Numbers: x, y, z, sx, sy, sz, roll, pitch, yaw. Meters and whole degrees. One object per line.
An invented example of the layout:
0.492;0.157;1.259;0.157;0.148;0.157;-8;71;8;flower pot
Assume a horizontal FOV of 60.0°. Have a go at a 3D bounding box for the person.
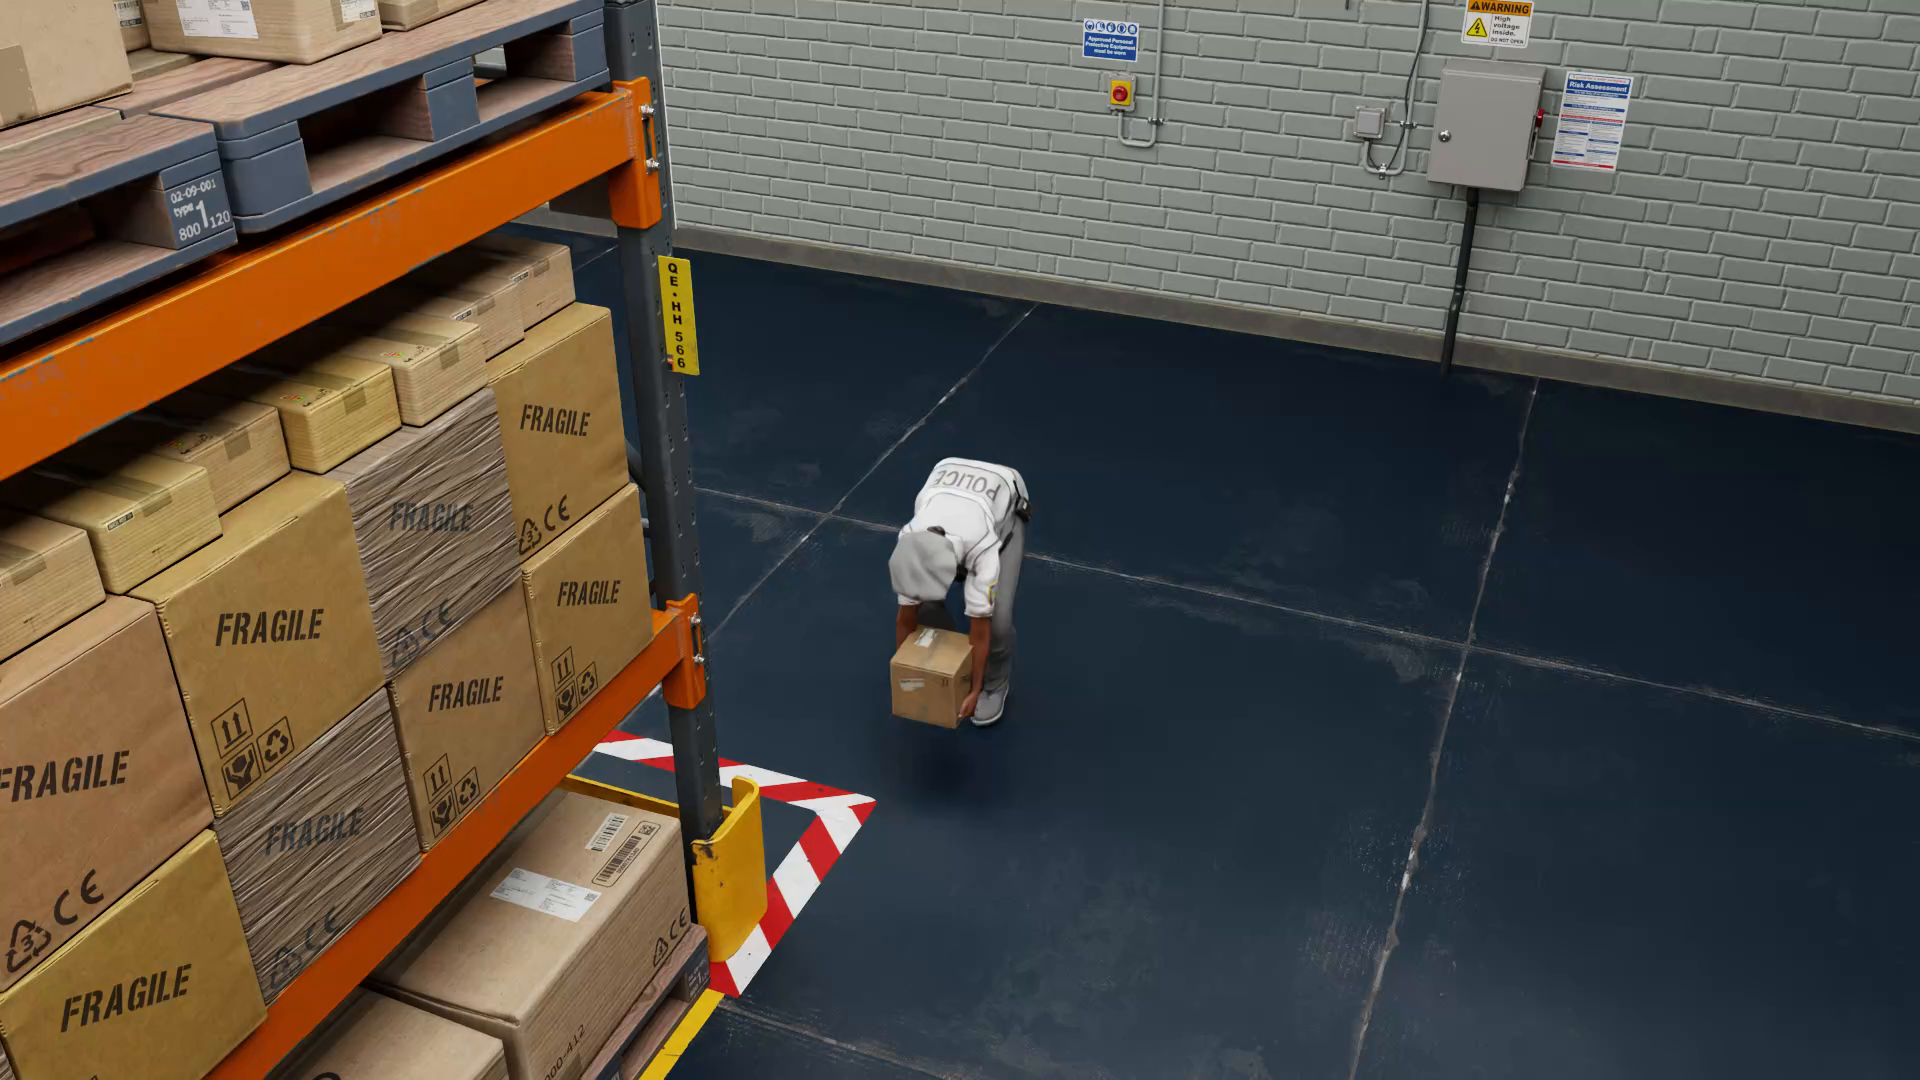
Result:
-0.024;0.270;6.270;0.431;1.059;0.940;10;31;17;person
